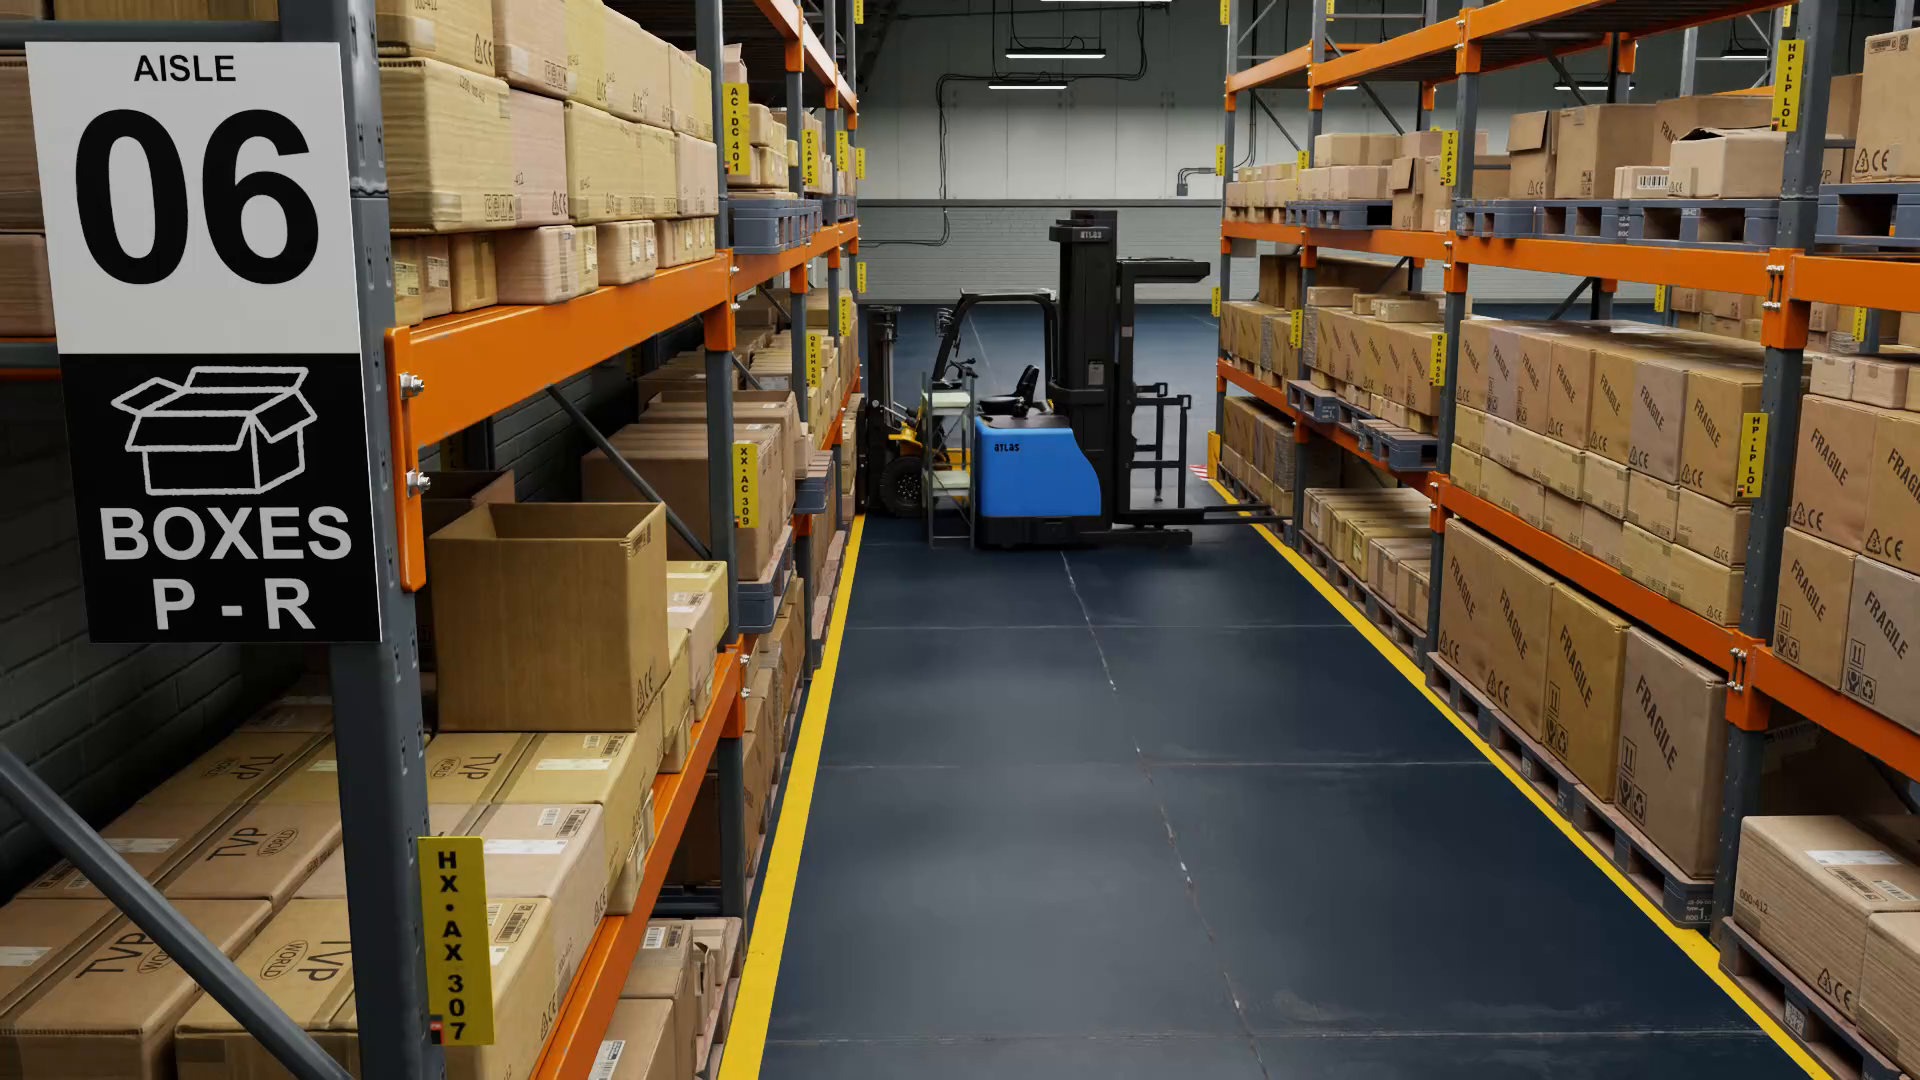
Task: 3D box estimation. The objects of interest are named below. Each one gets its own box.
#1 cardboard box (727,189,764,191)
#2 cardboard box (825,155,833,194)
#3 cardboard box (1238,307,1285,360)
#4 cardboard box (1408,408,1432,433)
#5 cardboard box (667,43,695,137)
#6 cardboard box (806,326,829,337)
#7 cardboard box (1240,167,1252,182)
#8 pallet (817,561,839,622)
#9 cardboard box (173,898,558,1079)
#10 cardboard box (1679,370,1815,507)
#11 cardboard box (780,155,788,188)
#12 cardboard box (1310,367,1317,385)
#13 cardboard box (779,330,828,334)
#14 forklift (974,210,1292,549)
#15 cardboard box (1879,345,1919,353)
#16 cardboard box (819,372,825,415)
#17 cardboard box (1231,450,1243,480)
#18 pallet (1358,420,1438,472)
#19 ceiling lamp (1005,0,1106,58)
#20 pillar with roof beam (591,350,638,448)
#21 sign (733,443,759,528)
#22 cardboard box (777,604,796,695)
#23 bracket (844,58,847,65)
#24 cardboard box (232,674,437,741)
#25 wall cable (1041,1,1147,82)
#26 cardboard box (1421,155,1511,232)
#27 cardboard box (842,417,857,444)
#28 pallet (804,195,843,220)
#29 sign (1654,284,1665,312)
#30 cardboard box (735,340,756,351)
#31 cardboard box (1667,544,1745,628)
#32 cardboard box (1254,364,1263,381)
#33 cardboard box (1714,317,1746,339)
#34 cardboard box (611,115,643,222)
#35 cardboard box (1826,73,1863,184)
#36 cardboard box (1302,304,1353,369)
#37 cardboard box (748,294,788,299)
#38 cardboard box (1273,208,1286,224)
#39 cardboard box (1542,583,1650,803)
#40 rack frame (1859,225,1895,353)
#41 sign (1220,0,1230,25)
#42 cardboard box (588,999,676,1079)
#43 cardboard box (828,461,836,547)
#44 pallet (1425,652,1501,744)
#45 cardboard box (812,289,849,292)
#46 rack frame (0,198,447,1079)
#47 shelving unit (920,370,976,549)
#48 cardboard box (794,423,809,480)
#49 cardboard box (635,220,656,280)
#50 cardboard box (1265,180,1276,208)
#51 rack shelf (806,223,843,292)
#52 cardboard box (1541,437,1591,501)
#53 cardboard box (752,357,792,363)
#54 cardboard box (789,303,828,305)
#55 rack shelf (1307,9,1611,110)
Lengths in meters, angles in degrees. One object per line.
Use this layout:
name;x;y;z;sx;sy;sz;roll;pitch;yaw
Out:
cardboard box;-1.199;-1.841;8.421;0.380;0.149;0.250;0;11;1
cardboard box;-1.272;-2.908;13.222;0.500;0.311;0.500;-1;11;-3
cardboard box;3.108;-2.081;16.775;0.500;0.500;0.500;0;11;-2
cardboard box;3.195;-0.796;11.013;0.380;0.149;0.250;0;11;0
cardboard box;-1.095;-1.367;5.079;0.500;0.250;0.500;0;11;-2
cardboard box;-1.274;-1.801;14.510;0.380;0.149;0.250;0;11;-2
cardboard box;3.048;-3.702;16.845;0.380;0.149;0.250;0;11;-1
pallet;-1.448;0.386;12.625;1.003;0.211;1.213;0;11;-1
cardboard box;-1.022;0.852;2.945;0.500;0.250;0.500;0;11;-1
cardboard box;3.337;-0.428;6.856;0.500;0.500;0.500;0;11;1
cardboard box;-0.993;-1.696;7.654;0.380;0.149;0.250;0;11;0
cardboard box;3.128;-1.363;13.807;0.380;0.149;0.250;0;11;0
cardboard box;-1.301;-1.670;13.863;0.380;0.149;0.250;0;11;1
forklift;1.640;-1.459;14.878;3.031;2.935;1.130;-1;12;-5
cardboard box;8.121;-1.375;14.040;0.500;0.500;0.500;0;11;-1
cardboard box;-1.215;-1.039;11.757;0.500;0.250;0.500;-1;11;-3
cardboard box;3.093;-0.781;17.226;0.500;0.250;0.500;0;11;1
pallet;3.394;-0.643;11.167;1.213;0.211;1.003;0;11;-1
ceiling lamp;1.897;-11.228;33.088;2.000;3.185;0.800;0;11;-1
pillar with roof beam;1.928;-3.788;11.098;9.100;9.000;0.400;0;11;-1
sign;-0.823;-0.208;6.361;0.100;0.325;0.005;0;11;-1
cardboard box;-1.224;0.627;9.654;0.500;0.500;0.500;0;11;-2
bracket;-2.632;-11.417;39.648;0.235;0.232;0.430;0;11;-1
cardboard box;-1.583;0.548;4.443;0.500;0.250;0.500;0;11;-1
wall cable;3.940;-14.724;48.669;3.097;2.526;0.112;0;11;-1
cardboard box;3.505;-2.303;11.073;0.700;0.500;0.500;0;11;-1
cardboard box;-1.249;-1.016;15.868;0.500;0.250;0.500;0;11;1
pallet;-1.574;-2.966;14.813;1.003;0.211;1.213;0;11;-1
sign;7.741;-2.689;18.391;0.100;0.325;0.005;0;11;-1
cardboard box;-1.774;-1.463;12.841;0.380;0.149;0.250;0;11;-1
cardboard box;3.336;0.185;6.982;0.500;0.250;0.500;-1;11;-3
cardboard box;3.080;-1.634;16.203;0.380;0.149;0.250;0;11;-1
cardboard box;8.269;-2.005;17.023;0.875;0.550;0.550;0;11;-1
cardboard box;-1.081;-0.922;4.142;0.500;0.250;0.500;0;11;-2
cardboard box;3.869;-1.702;7.052;0.500;0.500;0.500;0;11;-2
cardboard box;3.155;-1.697;13.825;0.500;0.500;0.500;0;11;0
cardboard box;-1.901;-2.351;16.474;0.380;0.149;0.250;-1;11;-3
cardboard box;3.114;-3.004;15.410;0.380;0.149;0.250;0;11;0
cardboard box;3.478;0.732;8.193;0.875;0.875;0.875;0;11;0
rack frame;8.379;-1.431;14.571;1.000;3.000;0.127;0;11;-1
sign;2.807;-5.621;17.583;0.100;0.325;0.005;0;11;-1
cardboard box;-1.090;1.637;4.676;0.500;0.500;0.500;0;11;0
cardboard box;-1.508;-0.308;13.950;0.875;0.625;0.625;0;11;1
pallet;3.456;0.928;9.955;1.003;0.211;1.213;0;11;-1
cardboard box;-1.359;-2.558;17.495;0.380;0.149;0.250;0;11;-1
rack frame;-1.282;1.016;2.509;1.000;3.000;0.127;0;11;-1
shelving unit;-0.110;-0.733;14.902;0.431;1.500;0.755;-1;12;-5
cardboard box;-1.102;-0.499;9.294;0.500;0.250;0.500;-1;11;-4
cardboard box;-1.001;-0.750;4.301;0.380;0.149;0.250;0;11;0
cardboard box;3.146;-3.222;15.481;0.500;0.250;0.500;0;11;-2
rack shelf;-1.489;-2.090;12.081;1.077;0.370;4.000;0;11;-1
cardboard box;3.283;-0.363;8.423;0.500;0.250;0.500;0;11;0
cardboard box;-1.216;-1.162;11.360;0.380;0.149;0.250;0;11;-1
cardboard box;-1.350;-2.049;14.985;0.380;0.149;0.250;0;11;-2
rack shelf;3.474;-3.385;11.926;1.077;0.370;4.000;0;11;-1
